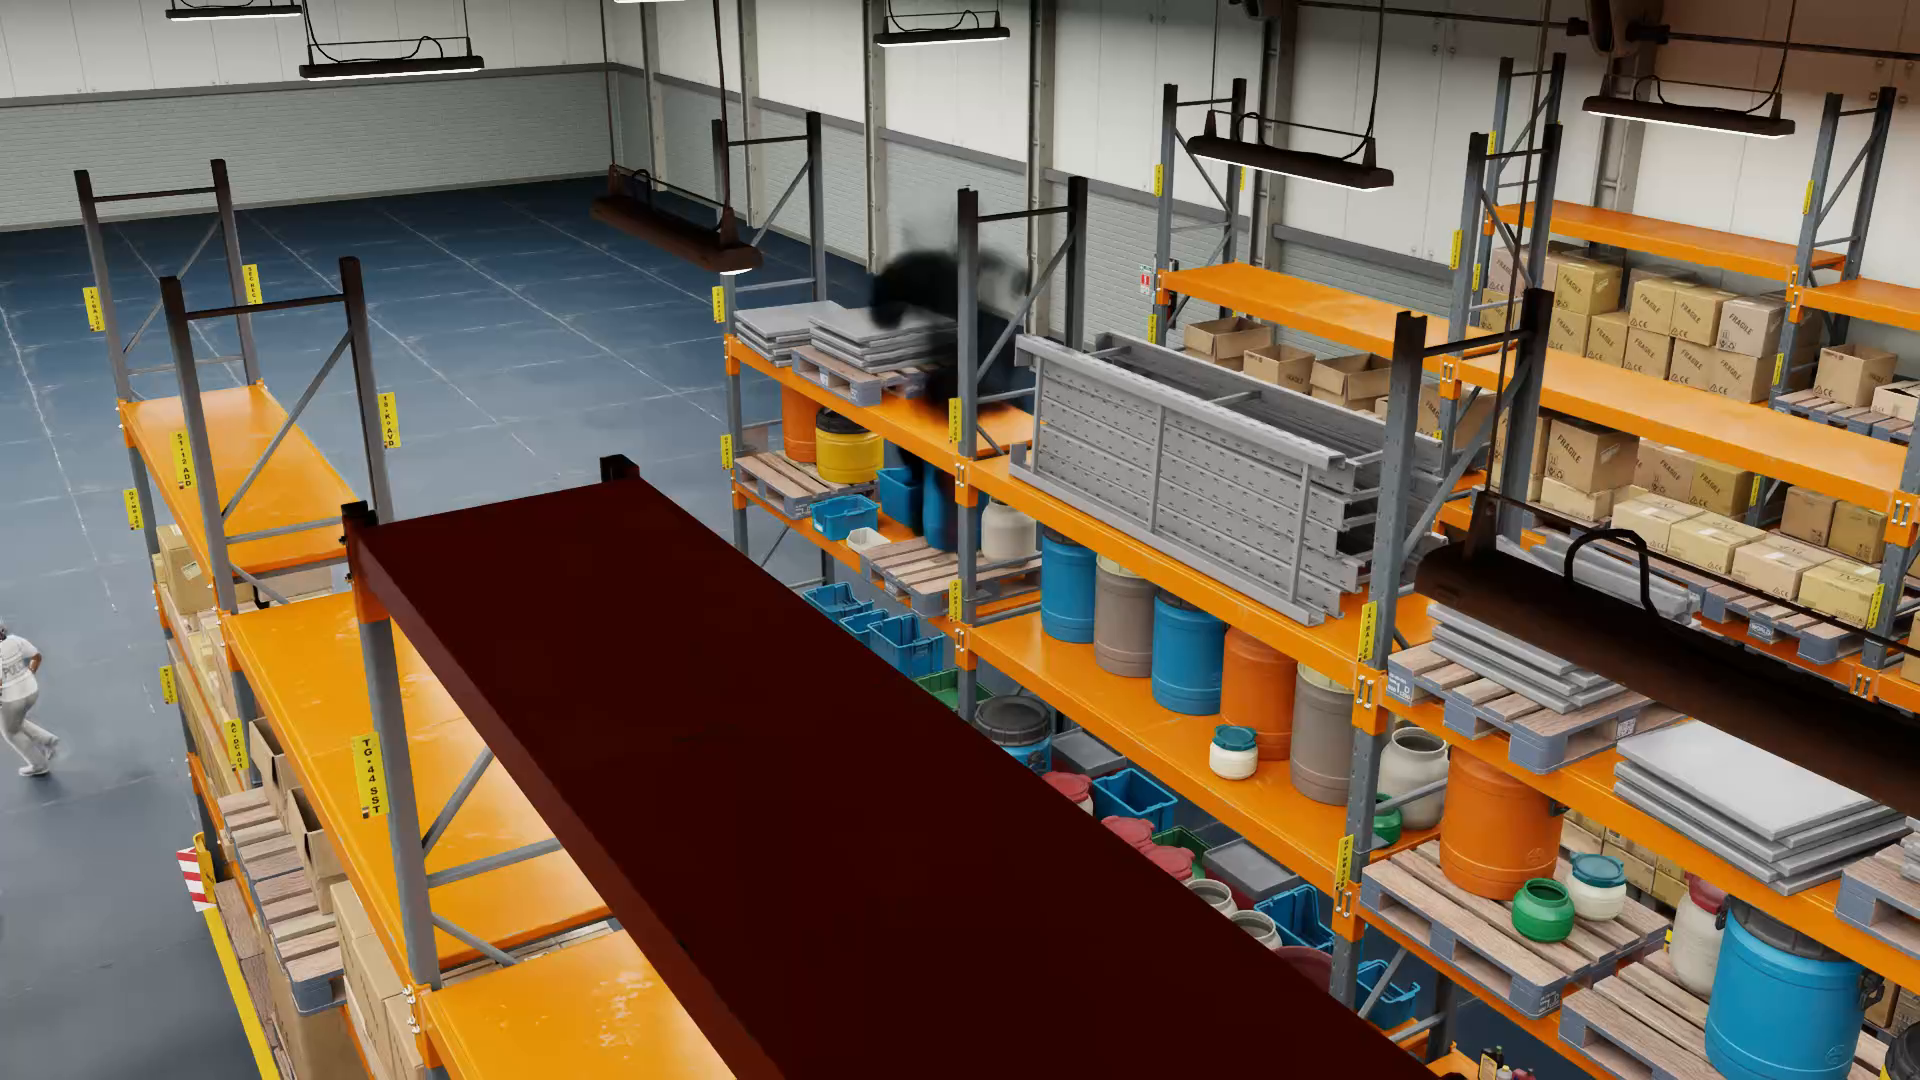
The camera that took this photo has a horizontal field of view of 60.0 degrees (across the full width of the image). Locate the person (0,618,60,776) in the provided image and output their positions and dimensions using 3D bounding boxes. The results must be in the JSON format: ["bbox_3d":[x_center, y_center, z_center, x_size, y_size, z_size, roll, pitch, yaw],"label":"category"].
[{"bbox_3d":[-8.912,1.466,15.565,0.561,1.636,0.592,3,22,7],"label":"person"}]
